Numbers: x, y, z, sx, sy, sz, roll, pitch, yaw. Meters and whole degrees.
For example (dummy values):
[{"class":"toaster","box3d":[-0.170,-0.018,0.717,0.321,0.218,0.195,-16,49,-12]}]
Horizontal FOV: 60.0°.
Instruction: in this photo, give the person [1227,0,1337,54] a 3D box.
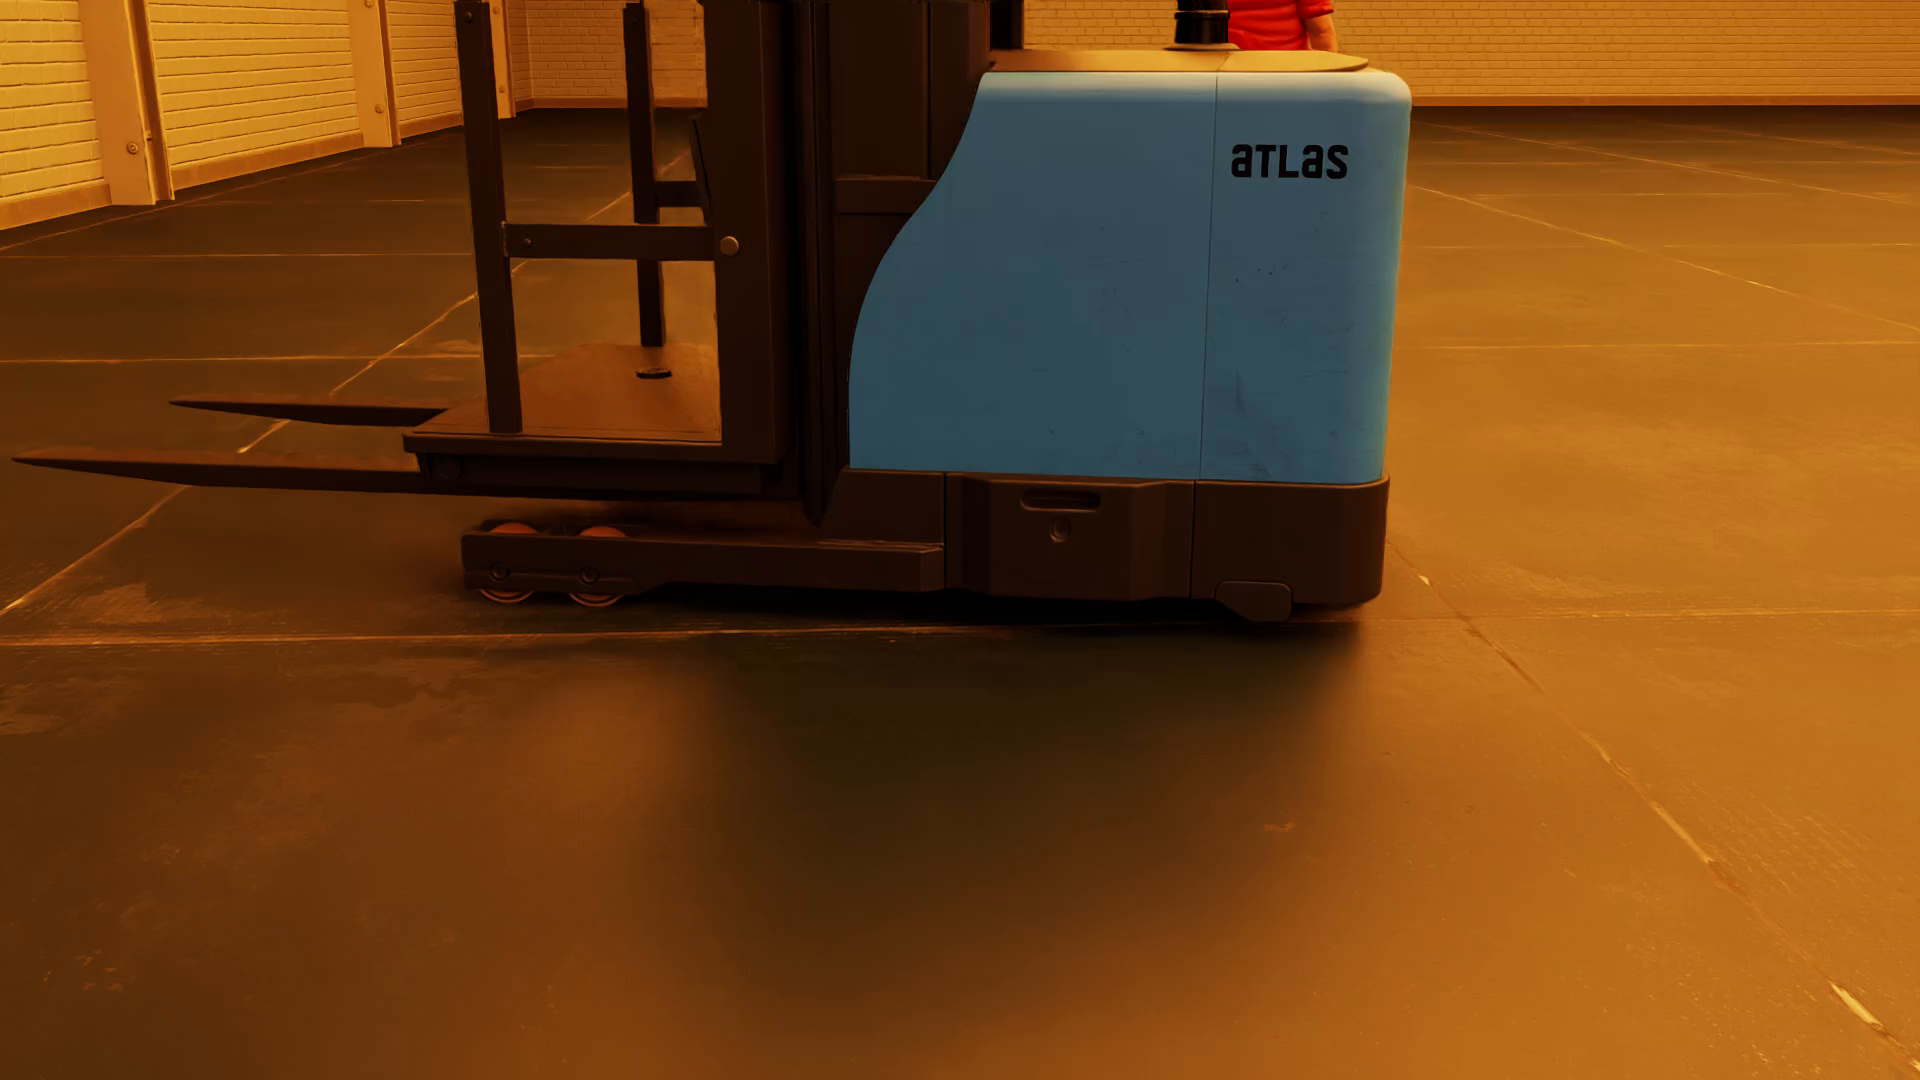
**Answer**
[{"class":"person","box3d":[1.198,-1.710,6.600,0.622,1.750,0.476,7,18,22]}]

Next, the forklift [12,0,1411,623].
[{"class":"forklift","box3d":[-0.602,-1.412,3.523,3.031,2.935,1.130,2,17,7]}]
